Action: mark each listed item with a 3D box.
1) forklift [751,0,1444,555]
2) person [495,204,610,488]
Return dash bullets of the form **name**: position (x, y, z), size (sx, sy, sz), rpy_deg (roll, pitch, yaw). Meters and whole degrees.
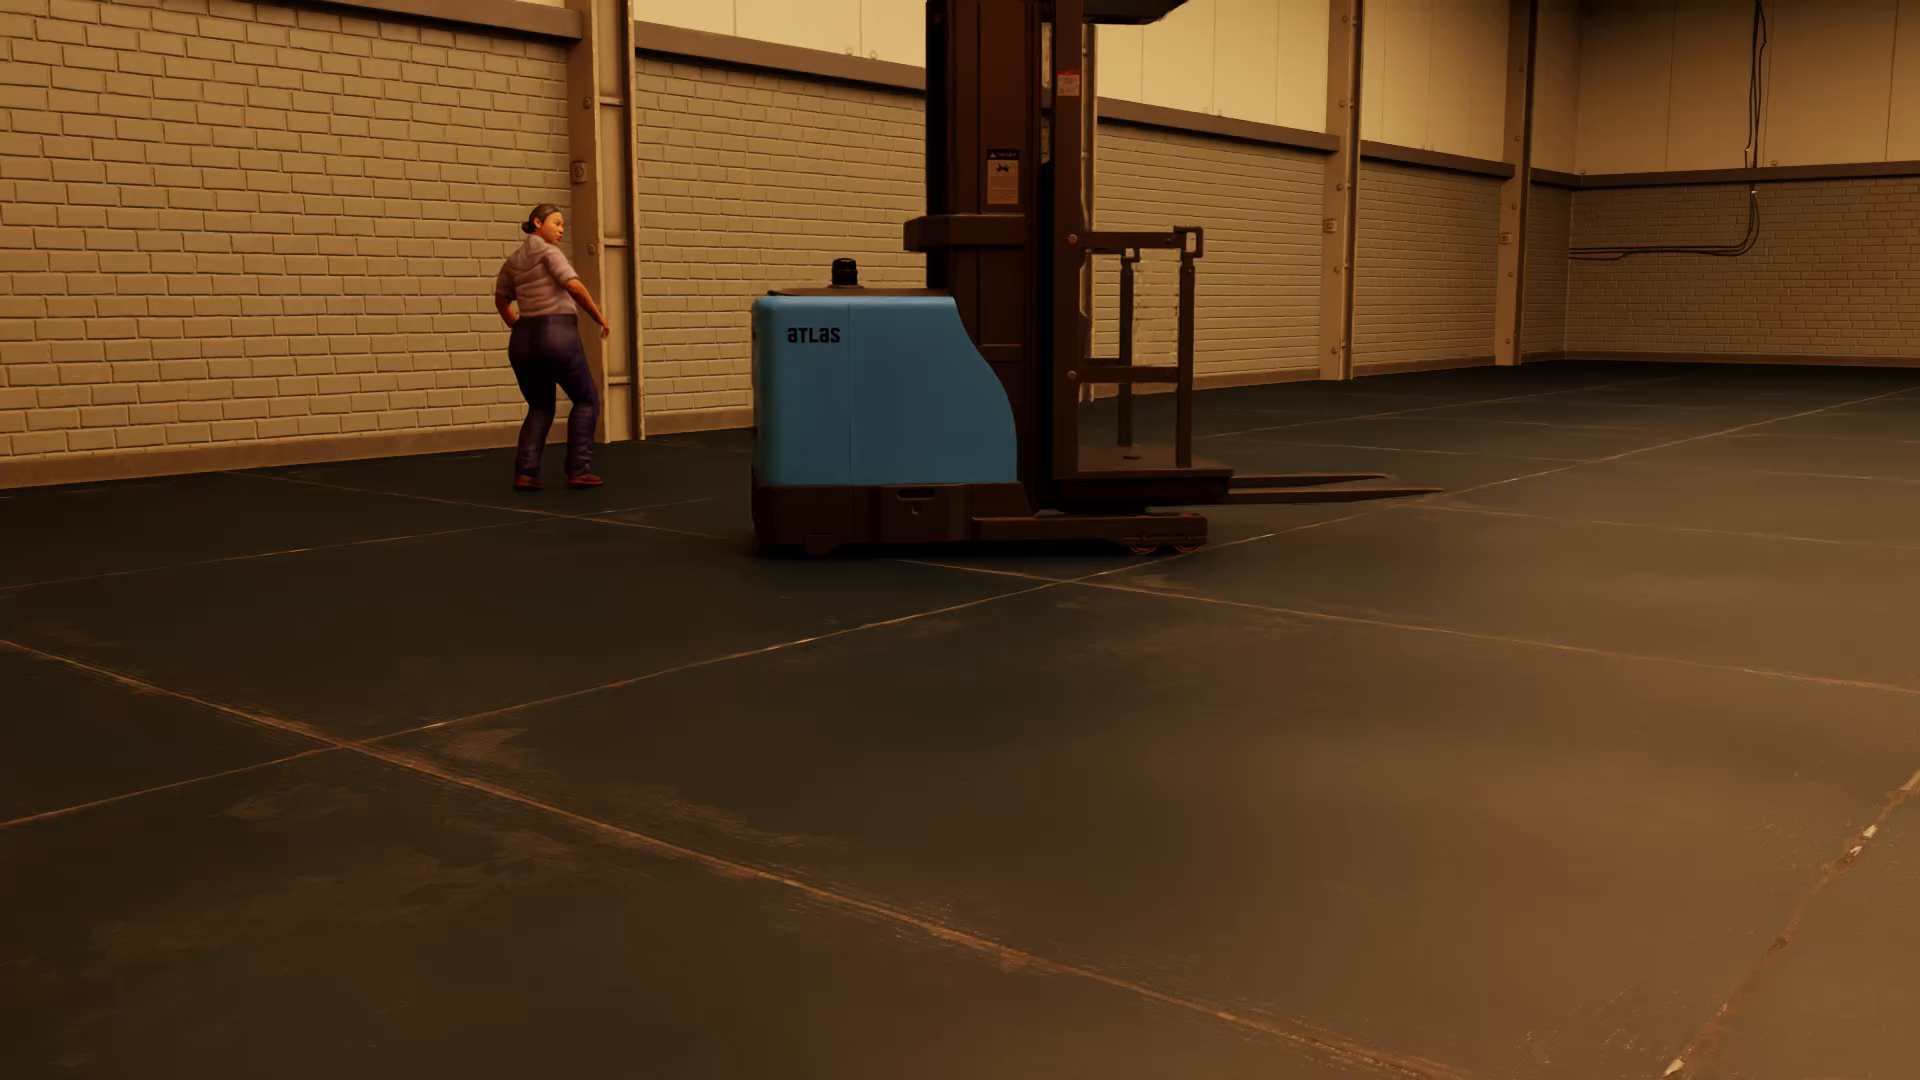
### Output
- **forklift**: position (0.603, -1.465, 7.294), size (3.031, 2.935, 1.130), rpy_deg (-1, 8, -9)
- **person**: position (-2.314, -1.077, 9.348), size (0.708, 1.602, 0.499), rpy_deg (4, 9, 27)
